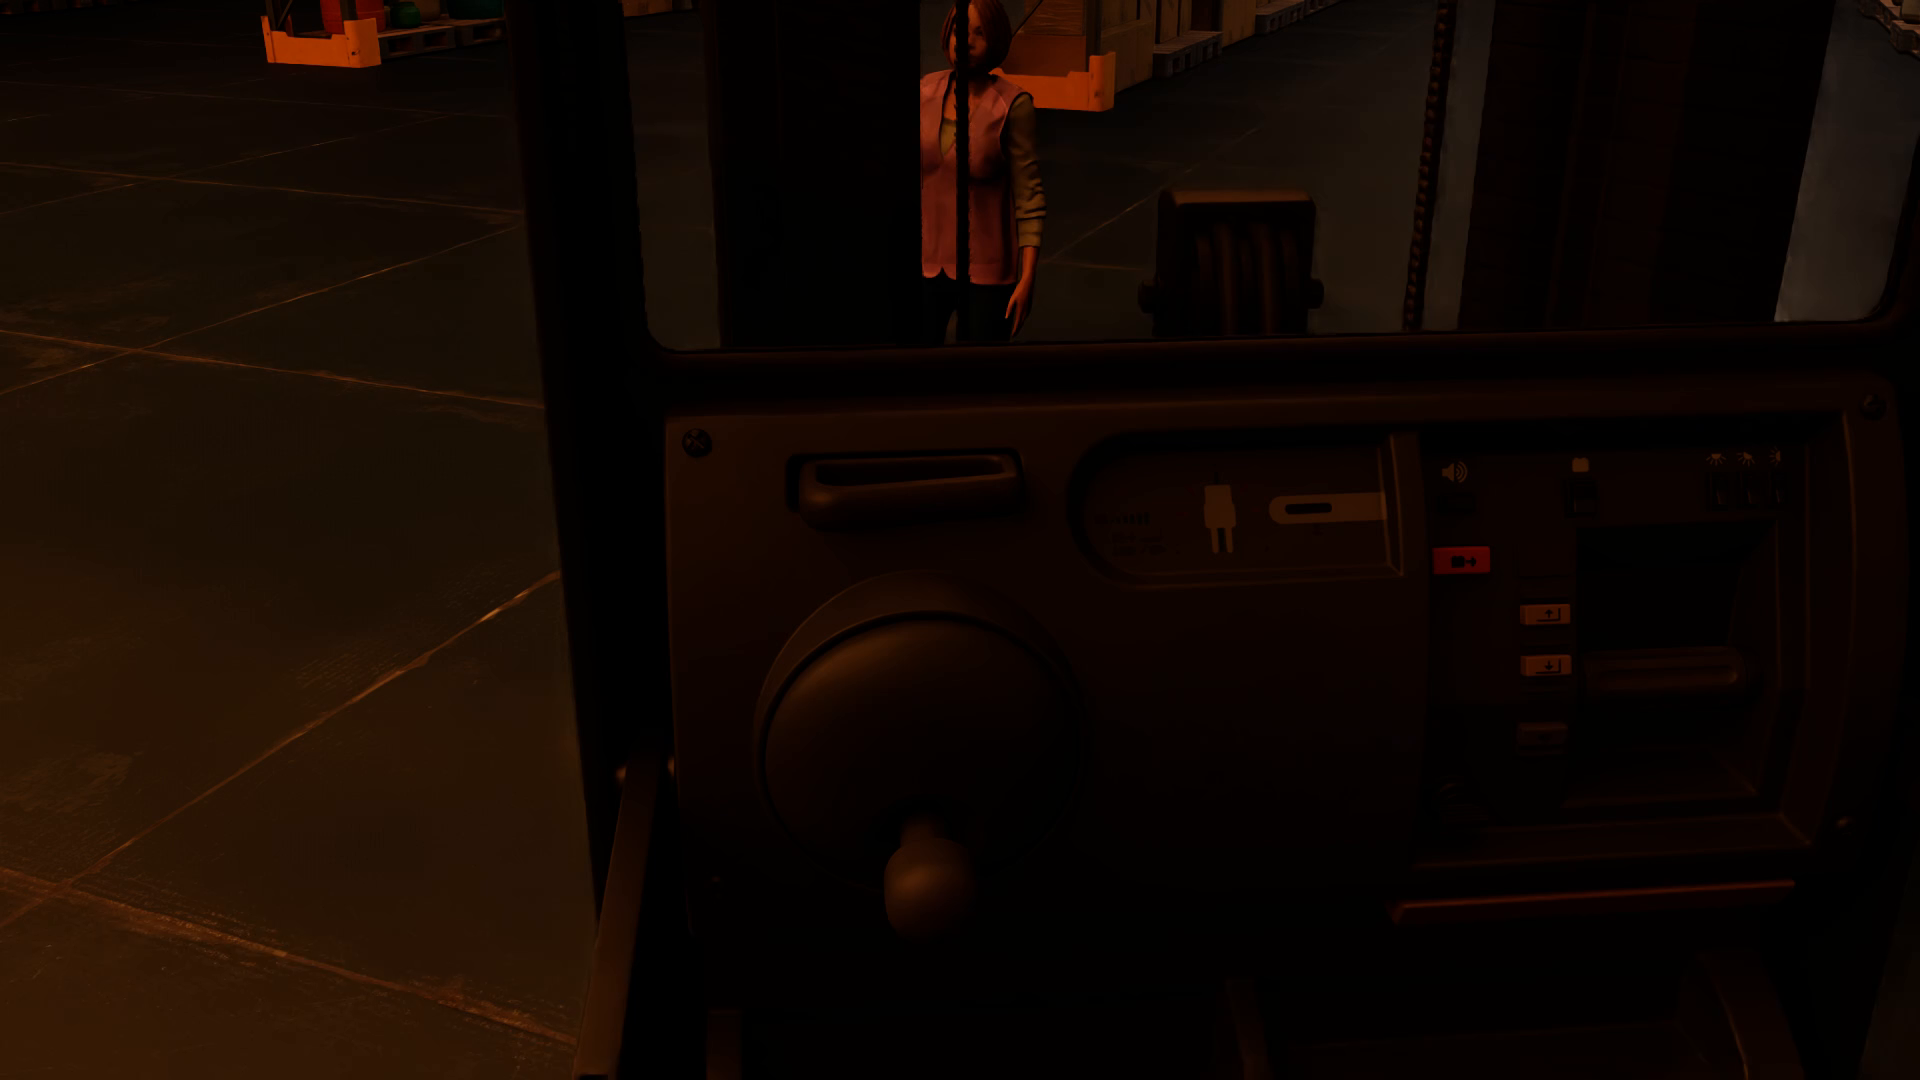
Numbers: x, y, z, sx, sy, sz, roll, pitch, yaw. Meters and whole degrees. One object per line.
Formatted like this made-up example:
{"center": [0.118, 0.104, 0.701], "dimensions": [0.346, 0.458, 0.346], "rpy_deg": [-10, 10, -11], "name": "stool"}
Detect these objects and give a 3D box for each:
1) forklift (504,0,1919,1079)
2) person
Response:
{"center": [0.276, 0.103, 1.045], "dimensions": [1.130, 2.935, 3.031], "rpy_deg": [-2, 23, -5], "name": "forklift"}
{"center": [-0.042, -0.709, 4.728], "dimensions": [0.520, 1.576, 0.473], "rpy_deg": [9, 24, 21], "name": "person"}
